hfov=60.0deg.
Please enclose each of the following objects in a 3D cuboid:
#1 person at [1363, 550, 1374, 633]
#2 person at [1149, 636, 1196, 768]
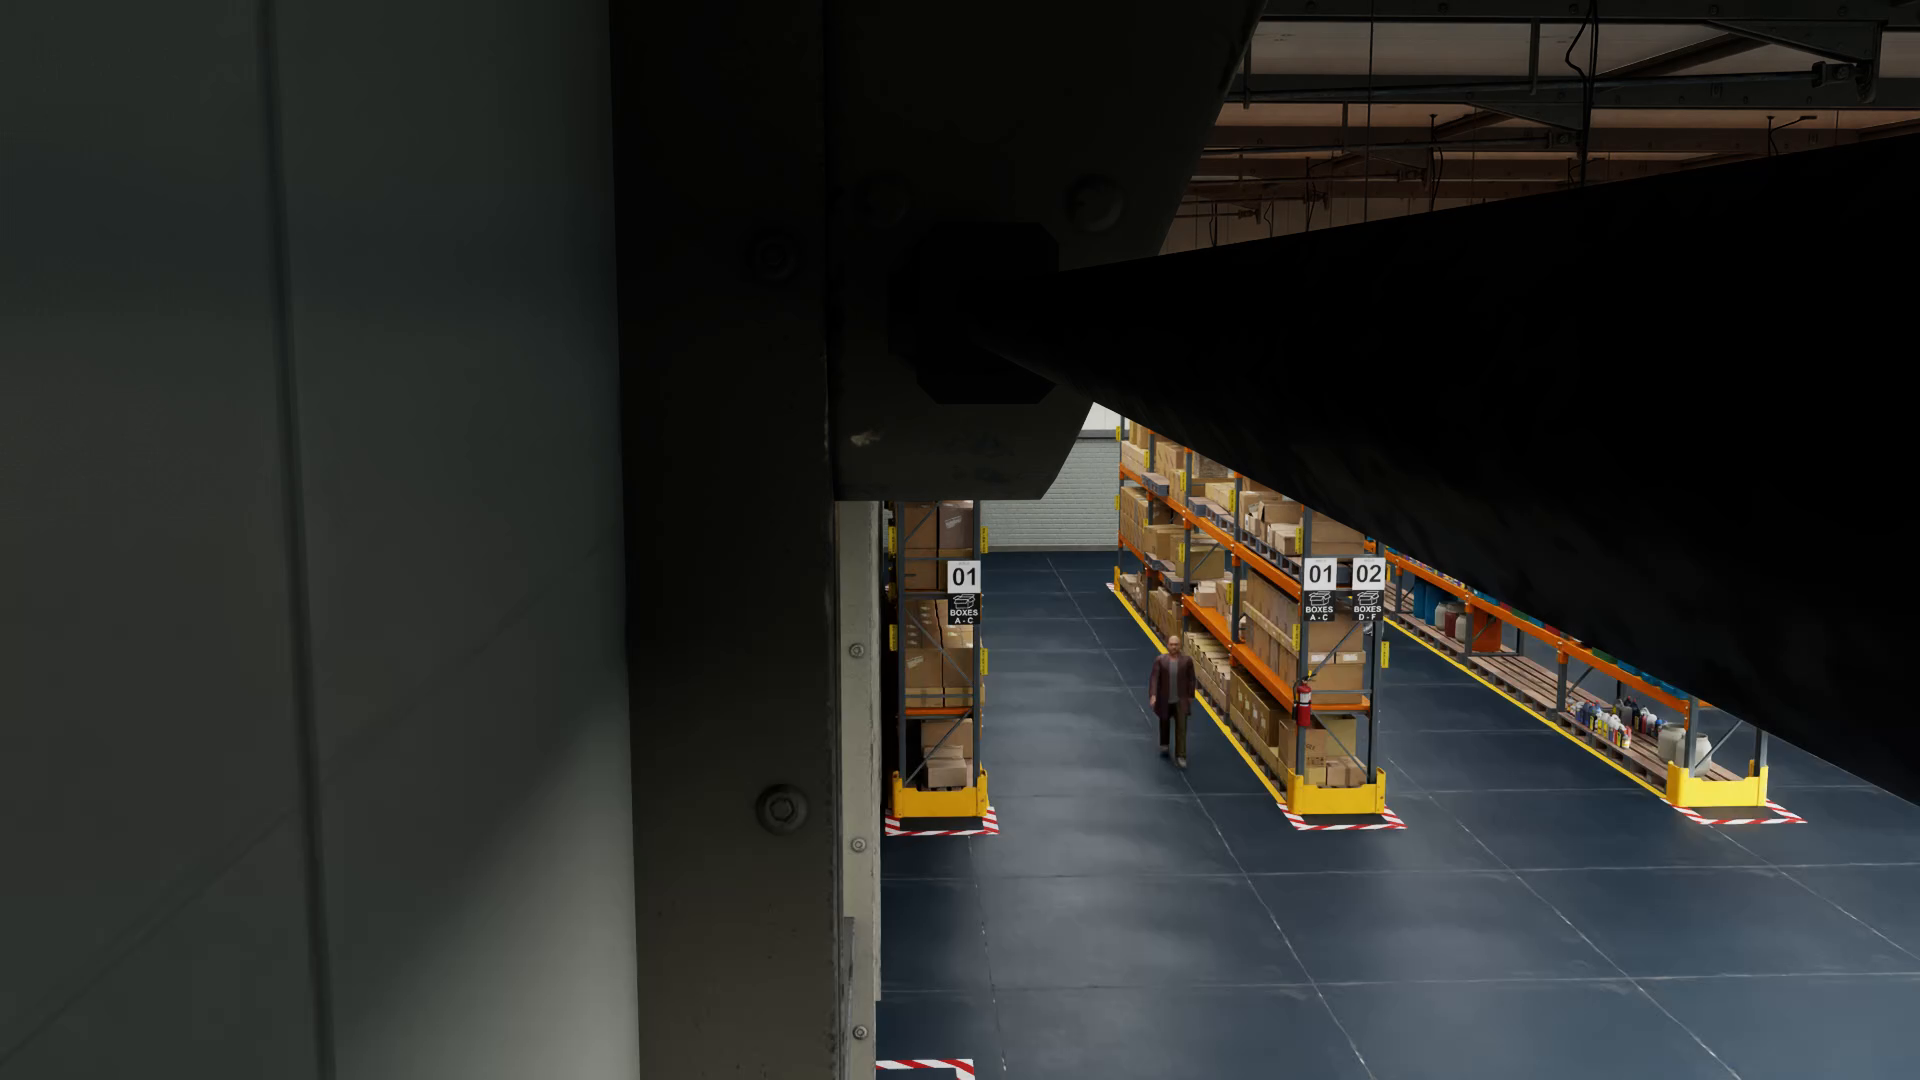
[{"bbox_3d":[7.779,1.011,31.666,0.445,1.595,0.356,-6,10,-34],"label":"person"},{"bbox_3d":[2.921,2.178,22.850,0.665,1.711,1.141,0,8,0],"label":"person"}]
